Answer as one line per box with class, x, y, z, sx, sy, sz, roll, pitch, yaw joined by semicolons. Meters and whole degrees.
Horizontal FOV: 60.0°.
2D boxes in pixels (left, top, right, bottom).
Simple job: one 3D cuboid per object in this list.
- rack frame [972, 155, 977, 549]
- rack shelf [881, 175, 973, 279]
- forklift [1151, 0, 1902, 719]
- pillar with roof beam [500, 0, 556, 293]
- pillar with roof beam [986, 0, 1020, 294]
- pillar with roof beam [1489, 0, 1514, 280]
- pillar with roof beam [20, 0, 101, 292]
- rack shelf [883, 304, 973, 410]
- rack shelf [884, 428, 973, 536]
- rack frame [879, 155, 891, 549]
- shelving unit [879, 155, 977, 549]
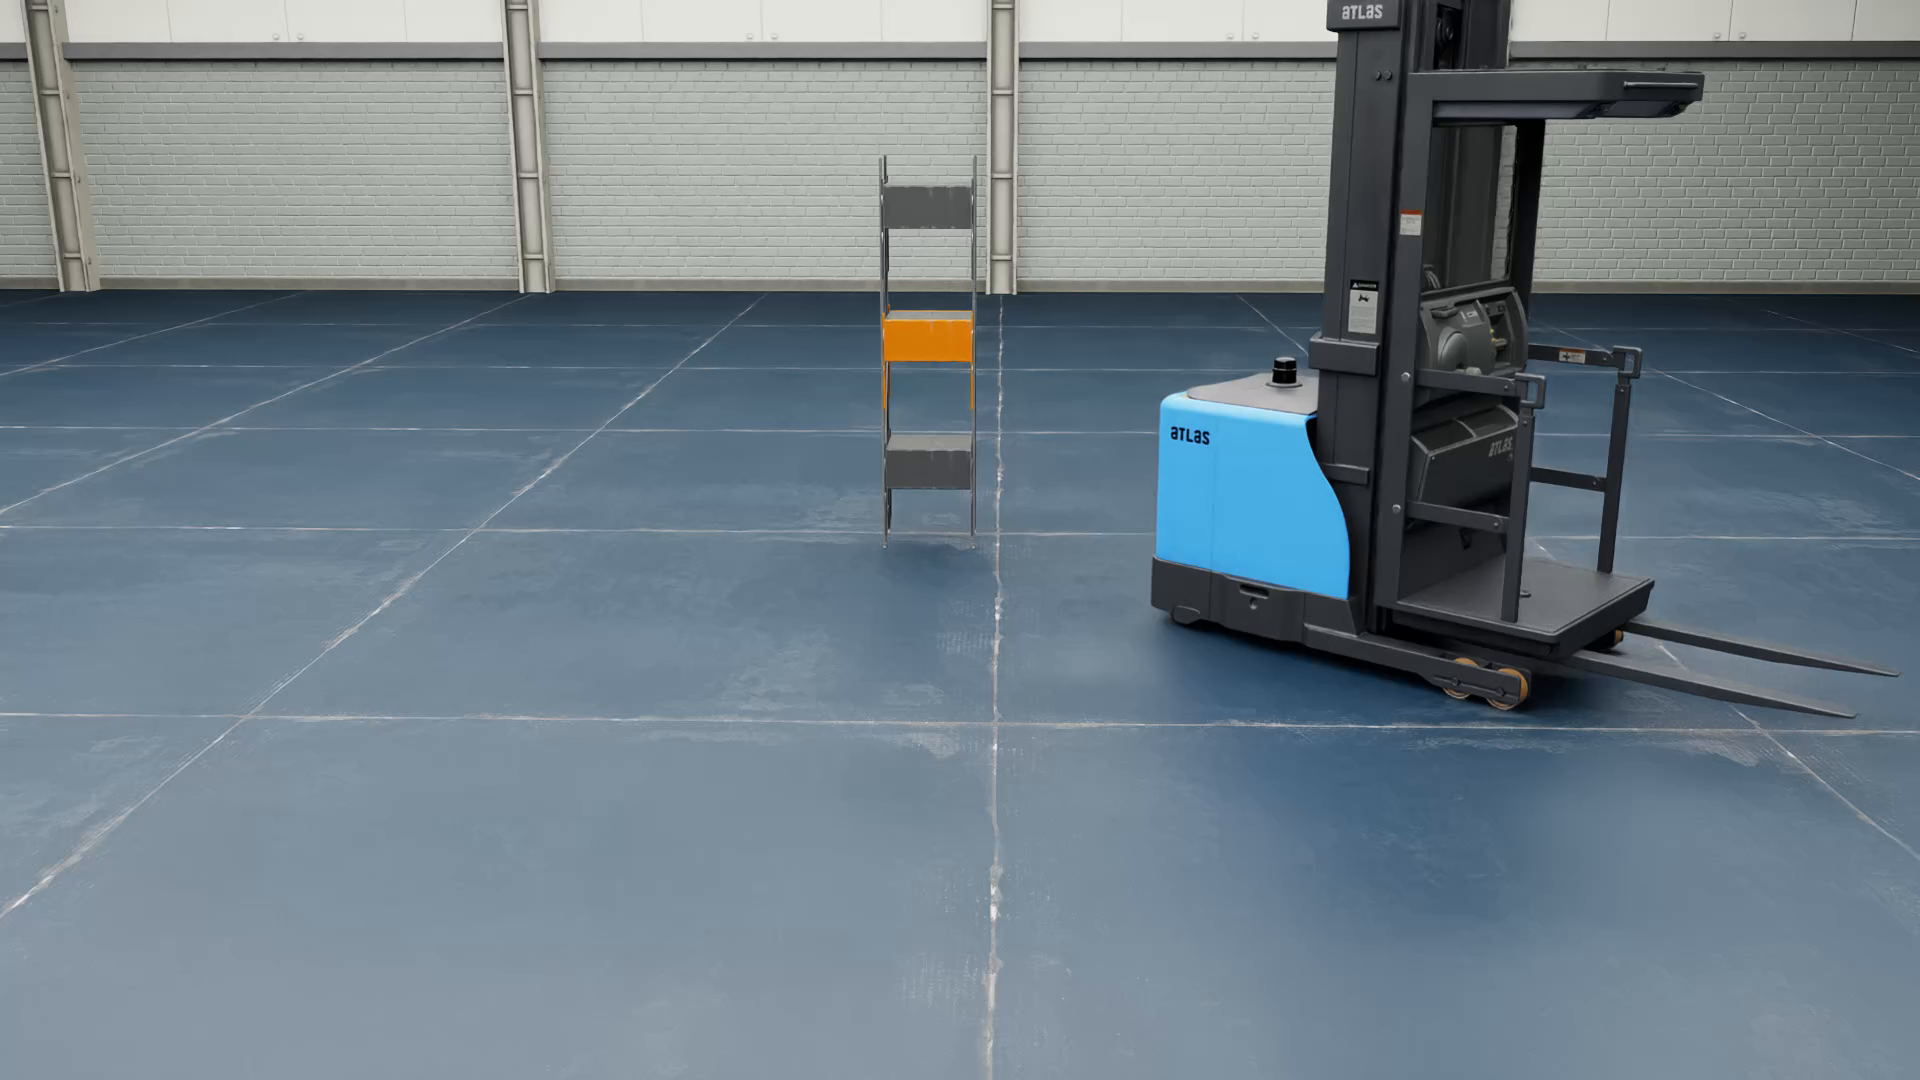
rack frame;0.078;-1.015;9.070;0.015;2.100;0.400;0;15;1
rack shelf;-0.165;-1.680;8.901;0.480;0.518;0.431;0;15;1
forklift;2.340;-0.880;6.931;3.031;2.935;1.130;13;20;40
pillar with roof beam;-5.576;-6.472;16.231;0.400;9.000;9.100;0;15;1
pillar with roof beam;0.422;-6.433;16.083;0.400;9.000;9.100;0;15;1
pillar with roof beam;6.420;-6.394;15.935;0.400;9.000;9.100;0;15;1
pillar with roof beam;-11.574;-6.511;16.379;0.400;9.000;9.100;0;15;1
rack shelf;-0.165;-1.003;9.080;0.480;0.518;0.431;0;15;1
rack shelf;-0.165;-0.326;9.258;0.480;0.518;0.431;0;15;1
rack frame;-0.409;-1.018;9.082;0.015;2.100;0.400;0;15;1
shelving unit;-0.165;-1.016;9.076;0.503;2.100;0.431;0;15;1
